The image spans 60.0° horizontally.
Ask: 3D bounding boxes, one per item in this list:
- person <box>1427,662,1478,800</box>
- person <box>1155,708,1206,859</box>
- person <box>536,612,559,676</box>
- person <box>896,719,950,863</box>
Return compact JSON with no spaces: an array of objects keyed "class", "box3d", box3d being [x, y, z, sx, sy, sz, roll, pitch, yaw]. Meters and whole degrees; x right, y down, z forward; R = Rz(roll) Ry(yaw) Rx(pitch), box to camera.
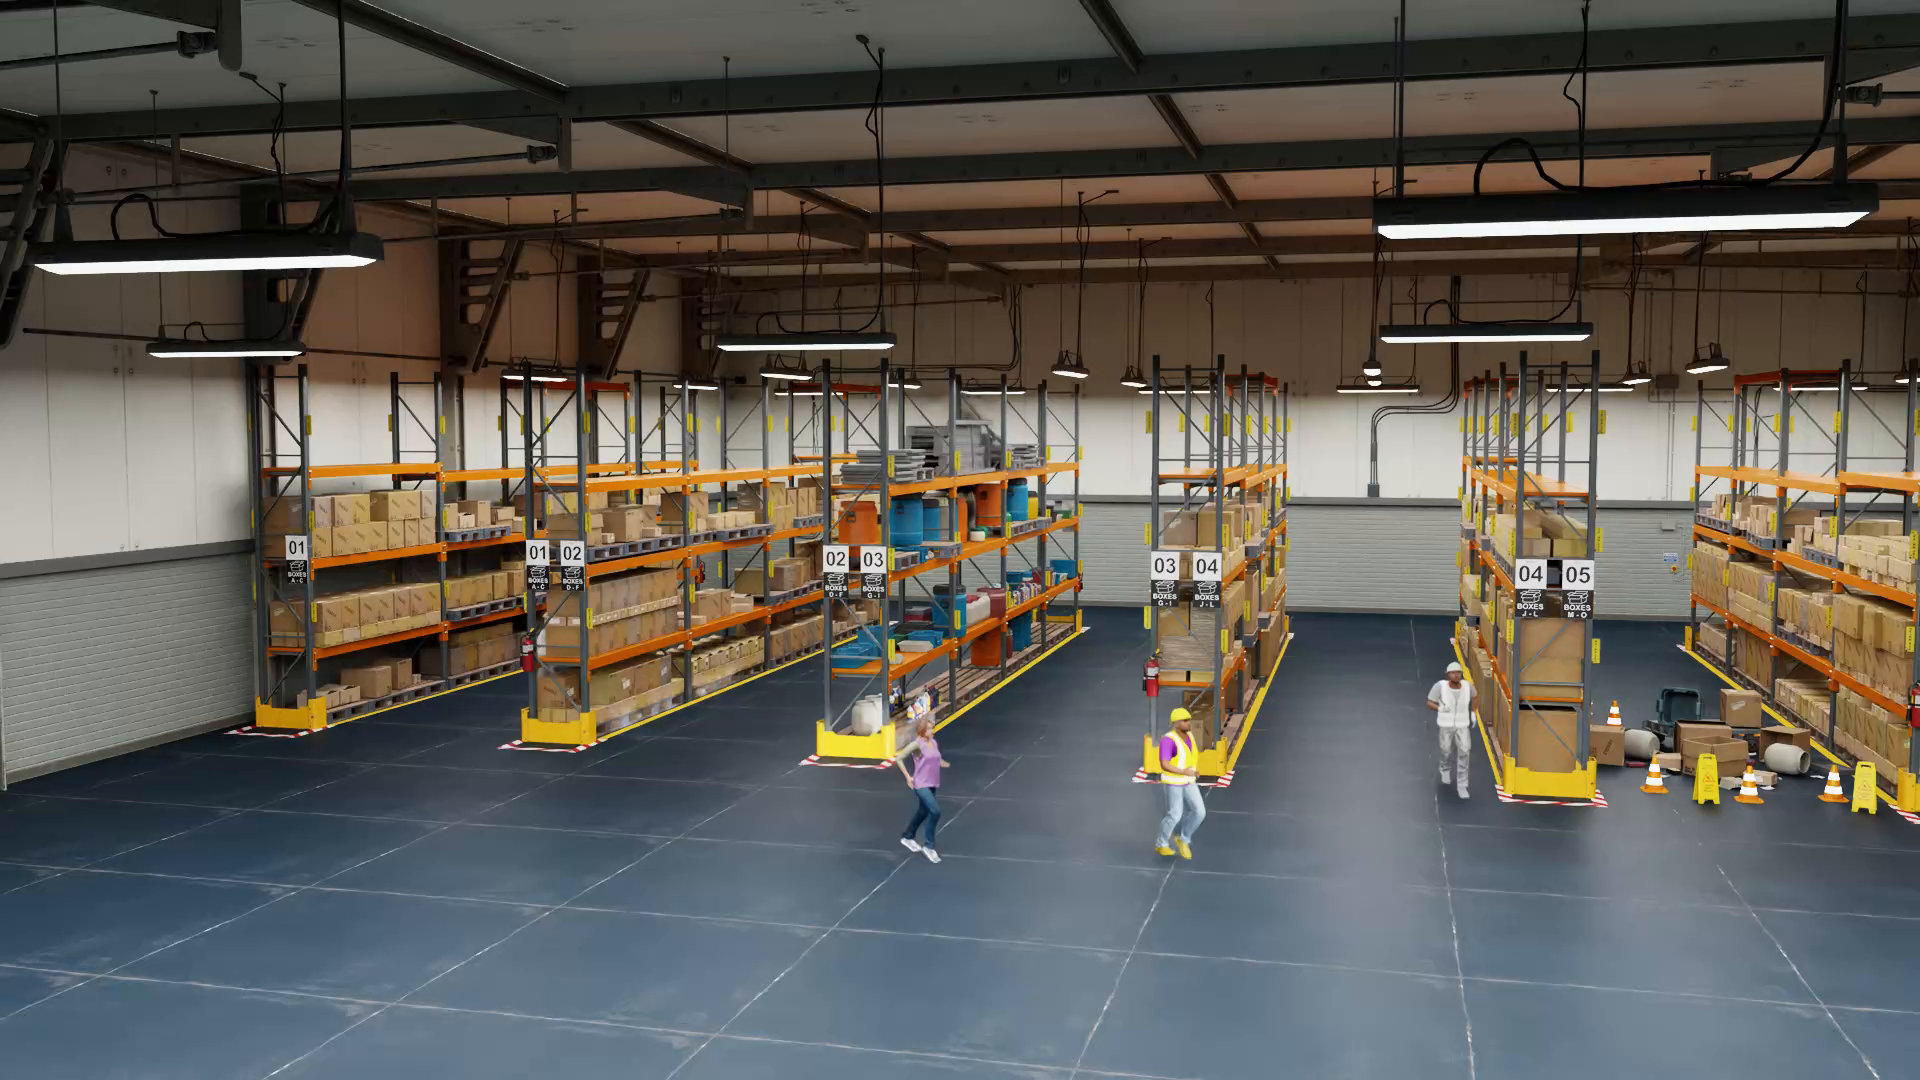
[{"class":"person","box3d":[6.719,2.551,22.677,0.707,1.806,0.944,1,4,9]},{"class":"person","box3d":[2.565,2.819,19.145,0.724,1.788,0.695,-4,5,-42]},{"class":"person","box3d":[-7.277,2.116,29.361,0.657,1.721,0.612,1,4,10]},{"class":"person","box3d":[-0.412,2.878,19.187,0.717,1.646,0.505,3,5,33]}]
